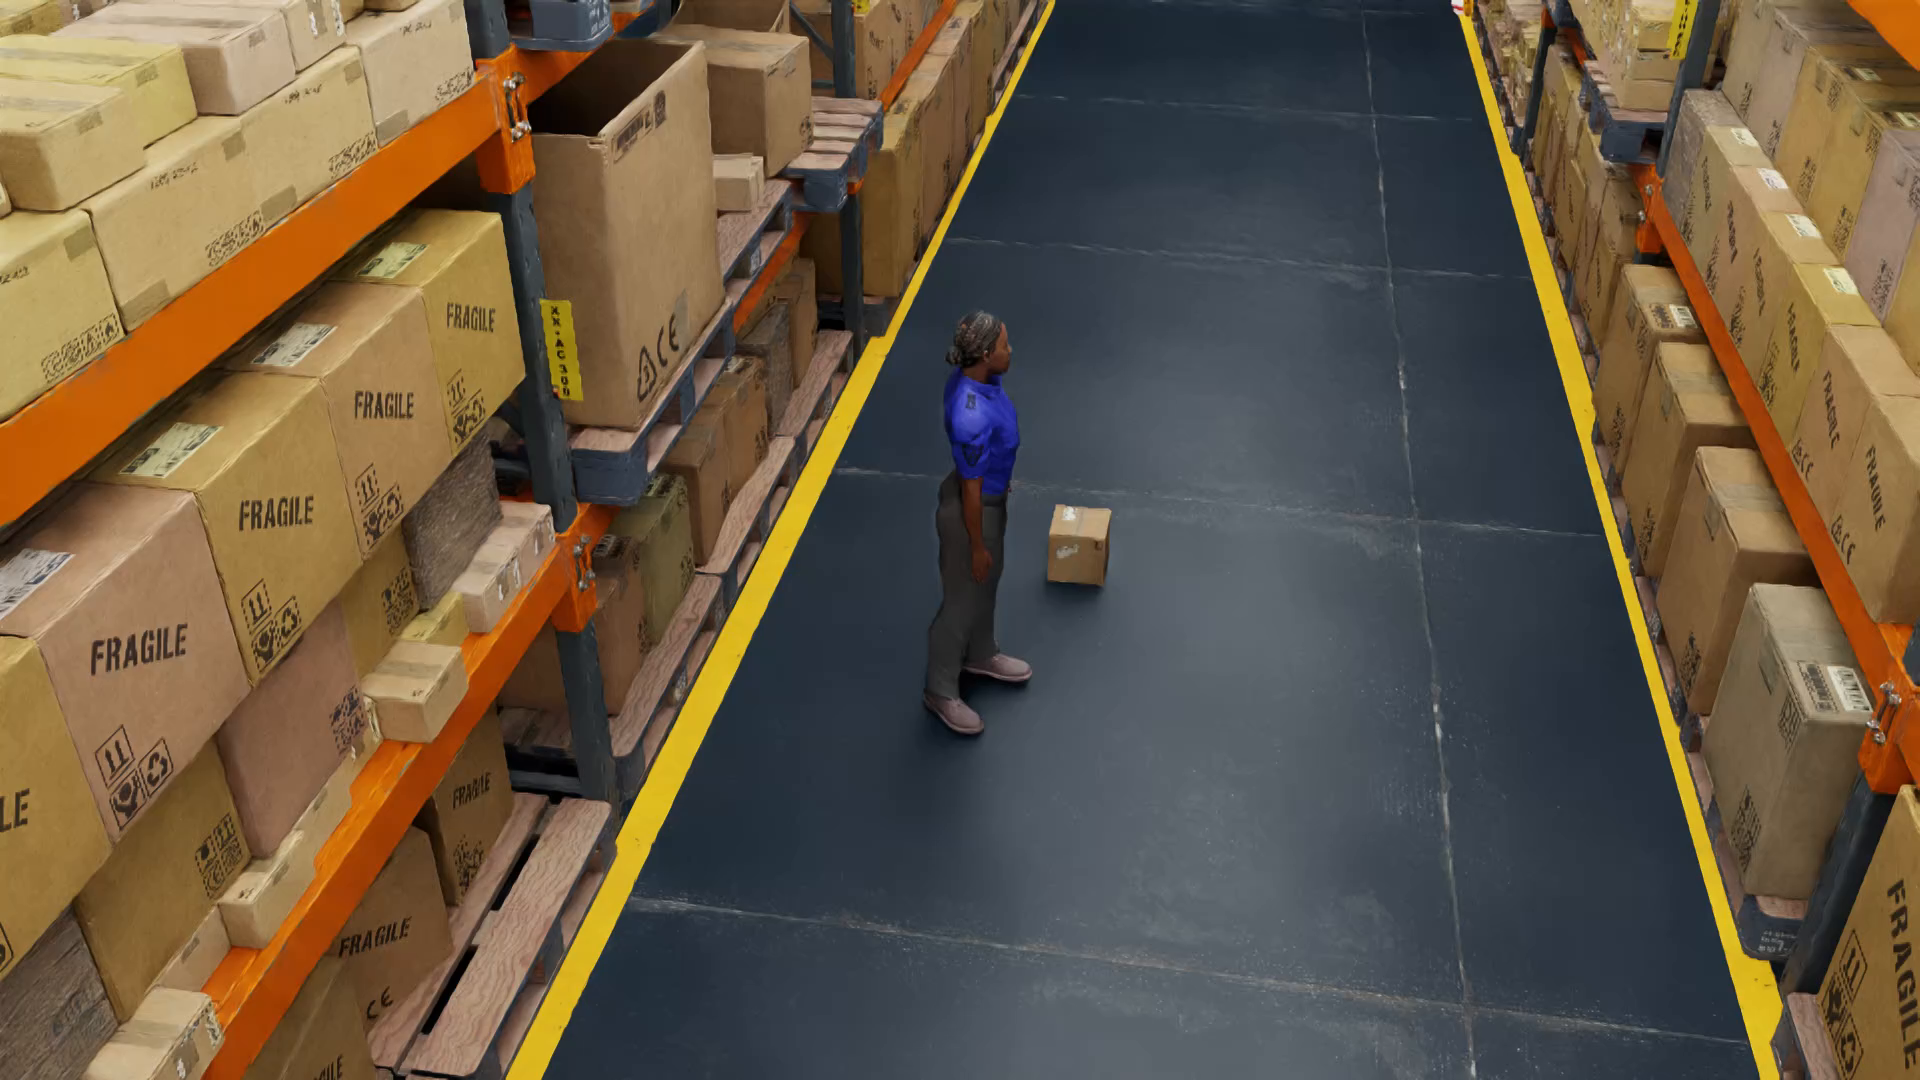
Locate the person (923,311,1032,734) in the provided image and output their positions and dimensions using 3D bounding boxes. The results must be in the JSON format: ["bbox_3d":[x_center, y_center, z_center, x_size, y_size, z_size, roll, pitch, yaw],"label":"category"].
[{"bbox_3d":[0.075,-0.100,6.267,0.427,1.664,0.601,2,33,3],"label":"person"}]
